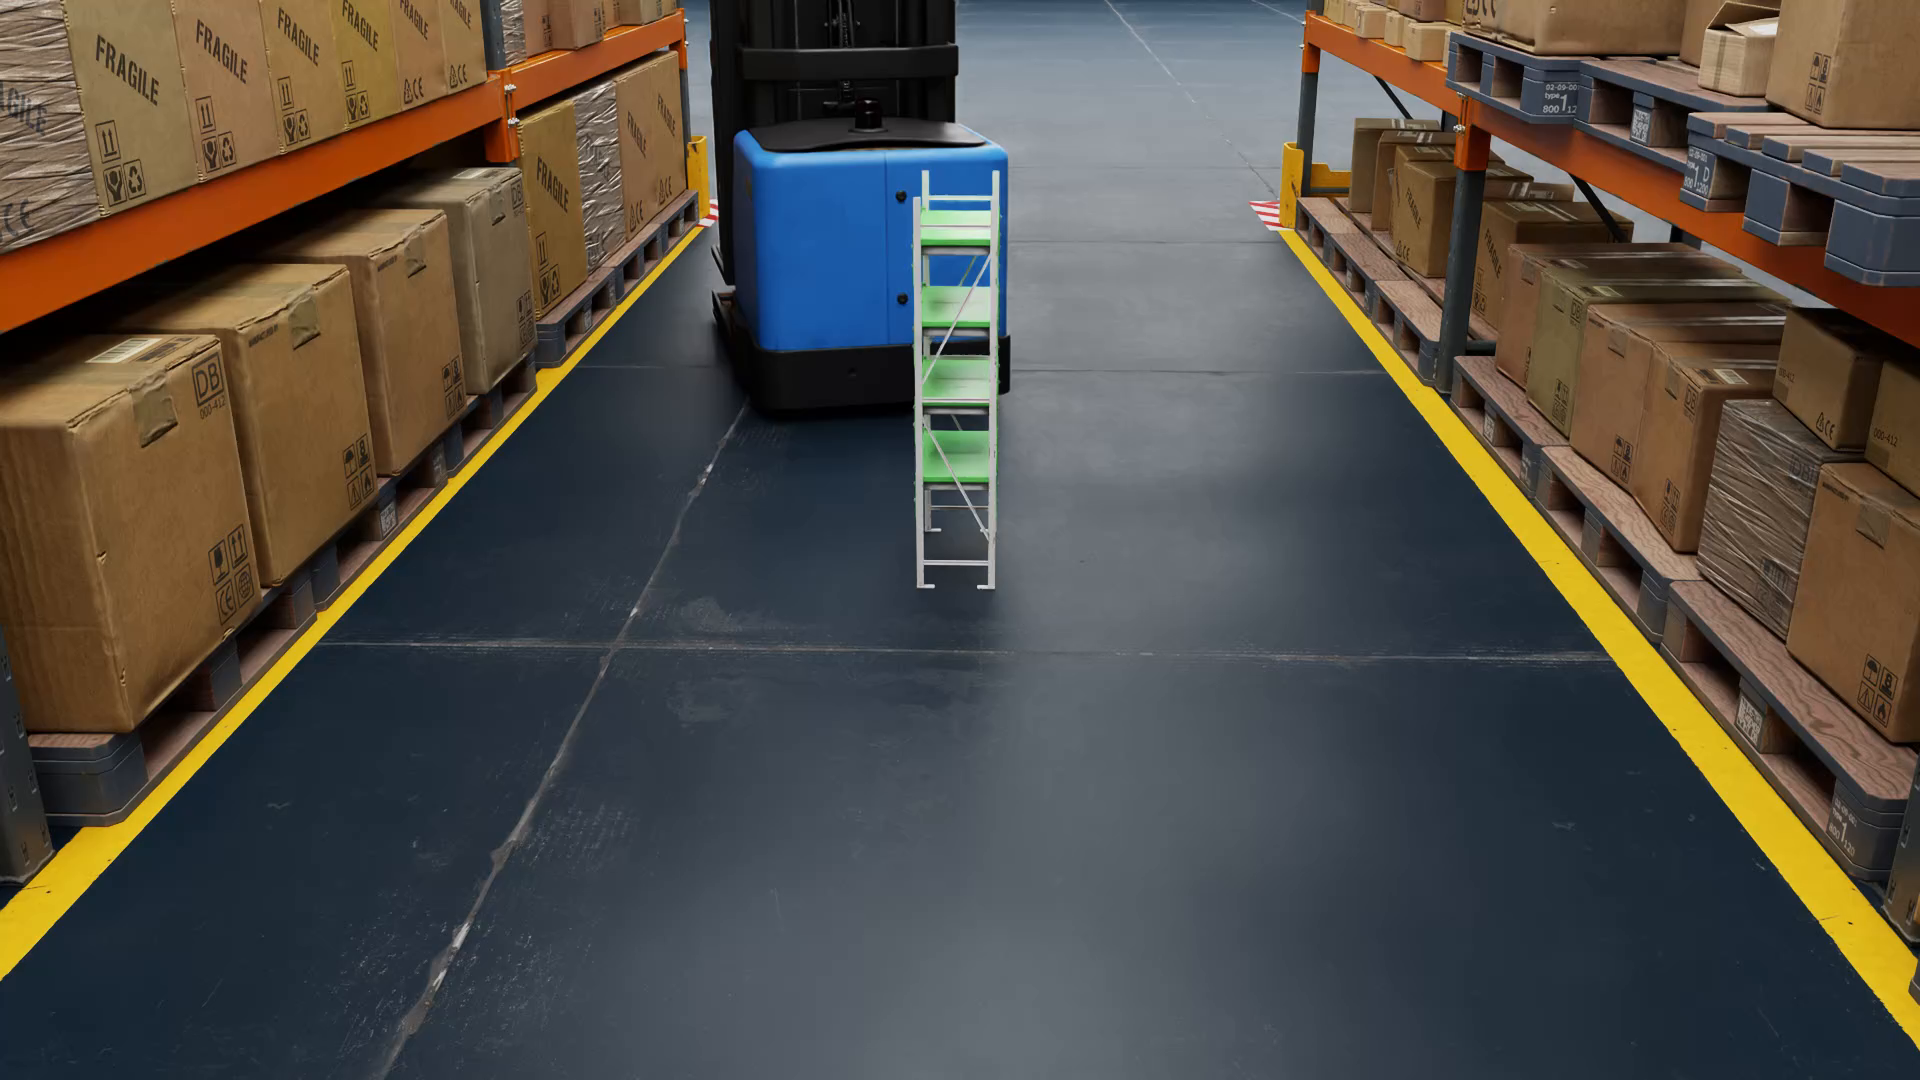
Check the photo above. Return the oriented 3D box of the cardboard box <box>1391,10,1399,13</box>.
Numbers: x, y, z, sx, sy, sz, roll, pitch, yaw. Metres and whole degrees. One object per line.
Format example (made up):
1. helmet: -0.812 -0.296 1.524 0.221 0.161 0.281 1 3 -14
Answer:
1. cardboard box: 2.415 -2.627 8.499 0.380 0.149 0.250 1 21 2

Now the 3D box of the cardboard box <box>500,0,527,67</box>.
1. cardboard box: -2.398 -2.326 7.169 0.875 0.550 0.550 1 21 2

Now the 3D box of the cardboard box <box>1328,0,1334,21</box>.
1. cardboard box: 2.406 -3.170 9.898 0.380 0.149 0.250 1 21 2

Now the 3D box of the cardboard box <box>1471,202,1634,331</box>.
1. cardboard box: 2.610 -1.206 7.365 0.500 0.500 0.500 0 21 0

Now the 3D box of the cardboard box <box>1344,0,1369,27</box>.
1. cardboard box: 2.396 -2.989 9.432 0.380 0.149 0.250 1 21 2

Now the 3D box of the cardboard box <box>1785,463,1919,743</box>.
1. cardboard box: 2.437 0.133 3.887 0.700 0.500 0.500 0 21 -1

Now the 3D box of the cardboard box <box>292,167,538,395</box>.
1. cardboard box: -2.326 -1.044 6.602 1.050 0.750 0.750 1 21 1

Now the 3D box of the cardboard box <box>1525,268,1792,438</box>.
1. cardboard box: 2.484 -0.677 5.974 0.700 0.500 0.500 1 21 1

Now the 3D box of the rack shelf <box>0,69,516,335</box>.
1. rack shelf: -2.458 -1.064 5.118 1.077 0.370 4.000 1 21 2

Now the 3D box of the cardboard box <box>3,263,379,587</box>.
1. cardboard box: -2.387 -0.358 4.835 1.050 0.750 0.750 1 21 2

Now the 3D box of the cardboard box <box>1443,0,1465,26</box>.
1. cardboard box: 2.684 -2.559 7.427 0.875 0.500 0.500 1 21 2

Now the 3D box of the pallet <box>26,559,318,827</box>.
1. pallet: -2.419 0.340 4.361 1.003 0.211 1.213 1 21 2

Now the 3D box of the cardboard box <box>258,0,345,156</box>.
1. cardboard box: -2.189 -1.428 4.925 0.500 0.500 0.500 0 21 1

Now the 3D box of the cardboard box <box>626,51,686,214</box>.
1. cardboard box: -2.230 -2.528 10.254 0.875 0.875 0.875 1 21 2

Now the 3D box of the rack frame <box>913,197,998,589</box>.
1. rack frame: -0.012 -0.411 4.930 0.240 1.200 0.015 1 21 2

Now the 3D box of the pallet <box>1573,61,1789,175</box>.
1. pallet: 2.455 -1.212 4.770 1.003 0.211 1.213 1 21 2

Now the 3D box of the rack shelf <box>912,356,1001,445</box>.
1. rack shelf: -0.005 -0.440 5.181 0.258 0.148 0.480 1 21 2

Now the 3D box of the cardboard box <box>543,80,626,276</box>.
1. cardboard box: -2.284 -1.880 8.584 0.875 0.875 0.875 1 21 2

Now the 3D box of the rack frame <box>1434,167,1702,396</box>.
1. rack frame: 2.558 -2.031 6.617 1.000 3.000 0.127 1 21 2

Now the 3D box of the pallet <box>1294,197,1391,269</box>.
1. pallet: 2.617 -1.856 10.022 1.003 0.211 1.213 1 21 2

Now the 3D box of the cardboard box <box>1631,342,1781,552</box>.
1. cardboard box: 2.451 -0.273 4.933 0.700 0.500 0.500 2 21 6

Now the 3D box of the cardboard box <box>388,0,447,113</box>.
1. cardboard box: -2.161 -1.794 5.869 0.500 0.500 0.500 0 21 1

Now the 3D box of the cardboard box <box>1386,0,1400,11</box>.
1. cardboard box: 2.655 -2.921 8.361 0.875 0.500 0.500 1 21 2

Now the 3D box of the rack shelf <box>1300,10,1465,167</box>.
1. rack shelf: 2.619 -2.419 8.611 1.077 0.370 4.000 1 21 2

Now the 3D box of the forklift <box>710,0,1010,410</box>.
1. forklift: -0.617 -2.390 7.638 1.130 2.935 3.031 -5 22 -12

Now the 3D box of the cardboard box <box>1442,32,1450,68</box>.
1. cardboard box: 2.288 -2.085 7.104 0.380 0.149 0.250 1 21 2

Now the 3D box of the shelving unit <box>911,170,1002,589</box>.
1. shelving unit: -0.005 -0.500 5.158 0.258 1.200 0.503 1 21 2

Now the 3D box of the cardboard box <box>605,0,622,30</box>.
1. cardboard box: -2.379 -3.103 9.173 0.875 0.550 0.550 1 21 2

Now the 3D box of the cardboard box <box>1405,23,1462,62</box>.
1. cardboard box: 2.251 -2.267 7.571 0.380 0.149 0.250 1 21 2

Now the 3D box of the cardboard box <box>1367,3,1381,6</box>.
1. cardboard box: 2.401 -2.808 8.966 0.380 0.149 0.250 1 21 2

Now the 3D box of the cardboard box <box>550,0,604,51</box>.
1. cardboard box: -2.269 -2.719 8.182 0.875 0.550 0.550 1 21 2

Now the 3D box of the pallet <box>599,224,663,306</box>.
1. pallet: -2.261 -1.538 9.202 1.003 0.211 1.213 1 21 2

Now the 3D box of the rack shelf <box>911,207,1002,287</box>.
1. rack shelf: -0.005 -0.887 5.007 0.258 0.148 0.480 1 21 2

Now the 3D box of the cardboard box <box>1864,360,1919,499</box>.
1. cardboard box: 2.427 -0.217 3.752 0.500 0.250 0.500 1 21 4

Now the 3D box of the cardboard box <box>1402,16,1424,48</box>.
1. cardboard box: 2.358 -2.446 8.034 0.380 0.149 0.250 1 21 2

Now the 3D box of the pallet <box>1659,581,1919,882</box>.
1. pallet: 2.461 0.433 4.122 1.003 0.211 1.213 1 21 2

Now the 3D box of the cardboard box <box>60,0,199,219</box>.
1. cardboard box: -2.222 -1.066 3.991 0.500 0.500 0.500 0 21 1

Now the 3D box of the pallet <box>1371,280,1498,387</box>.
1. pallet: 2.543 -0.974 7.748 1.003 0.211 1.213 1 21 2

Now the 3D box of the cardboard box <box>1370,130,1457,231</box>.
1. cardboard box: 2.660 -2.066 9.581 0.500 0.500 0.500 6 22 16

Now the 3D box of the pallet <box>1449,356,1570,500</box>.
1. pallet: 2.536 -0.450 6.396 1.003 0.211 1.213 1 21 2

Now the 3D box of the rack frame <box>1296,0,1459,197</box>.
1. rack frame: 2.679 -3.477 10.344 1.000 3.000 0.127 1 21 2

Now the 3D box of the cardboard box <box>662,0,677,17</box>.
1. cardboard box: -2.241 -3.504 10.205 0.875 0.550 0.550 1 21 2

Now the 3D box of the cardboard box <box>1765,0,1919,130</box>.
1. cardboard box: 2.330 -1.226 3.823 0.700 0.500 0.500 4 22 10

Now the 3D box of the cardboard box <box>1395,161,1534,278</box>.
1. cardboard box: 2.560 -1.638 8.479 0.500 0.500 0.500 -1 21 -3

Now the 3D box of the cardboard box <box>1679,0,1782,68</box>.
1. cardboard box: 2.597 -1.647 4.904 0.797 0.503 0.637 3 21 7

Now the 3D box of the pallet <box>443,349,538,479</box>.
1. pallet: -2.345 -0.542 6.635 1.003 0.211 1.213 1 21 2

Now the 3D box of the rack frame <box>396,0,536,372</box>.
1. rack frame: -2.397 -2.122 6.852 1.000 3.000 0.127 1 21 2

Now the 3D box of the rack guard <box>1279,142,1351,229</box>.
1. rack guard: 2.677 -2.284 10.726 1.175 0.500 0.348 1 21 2
